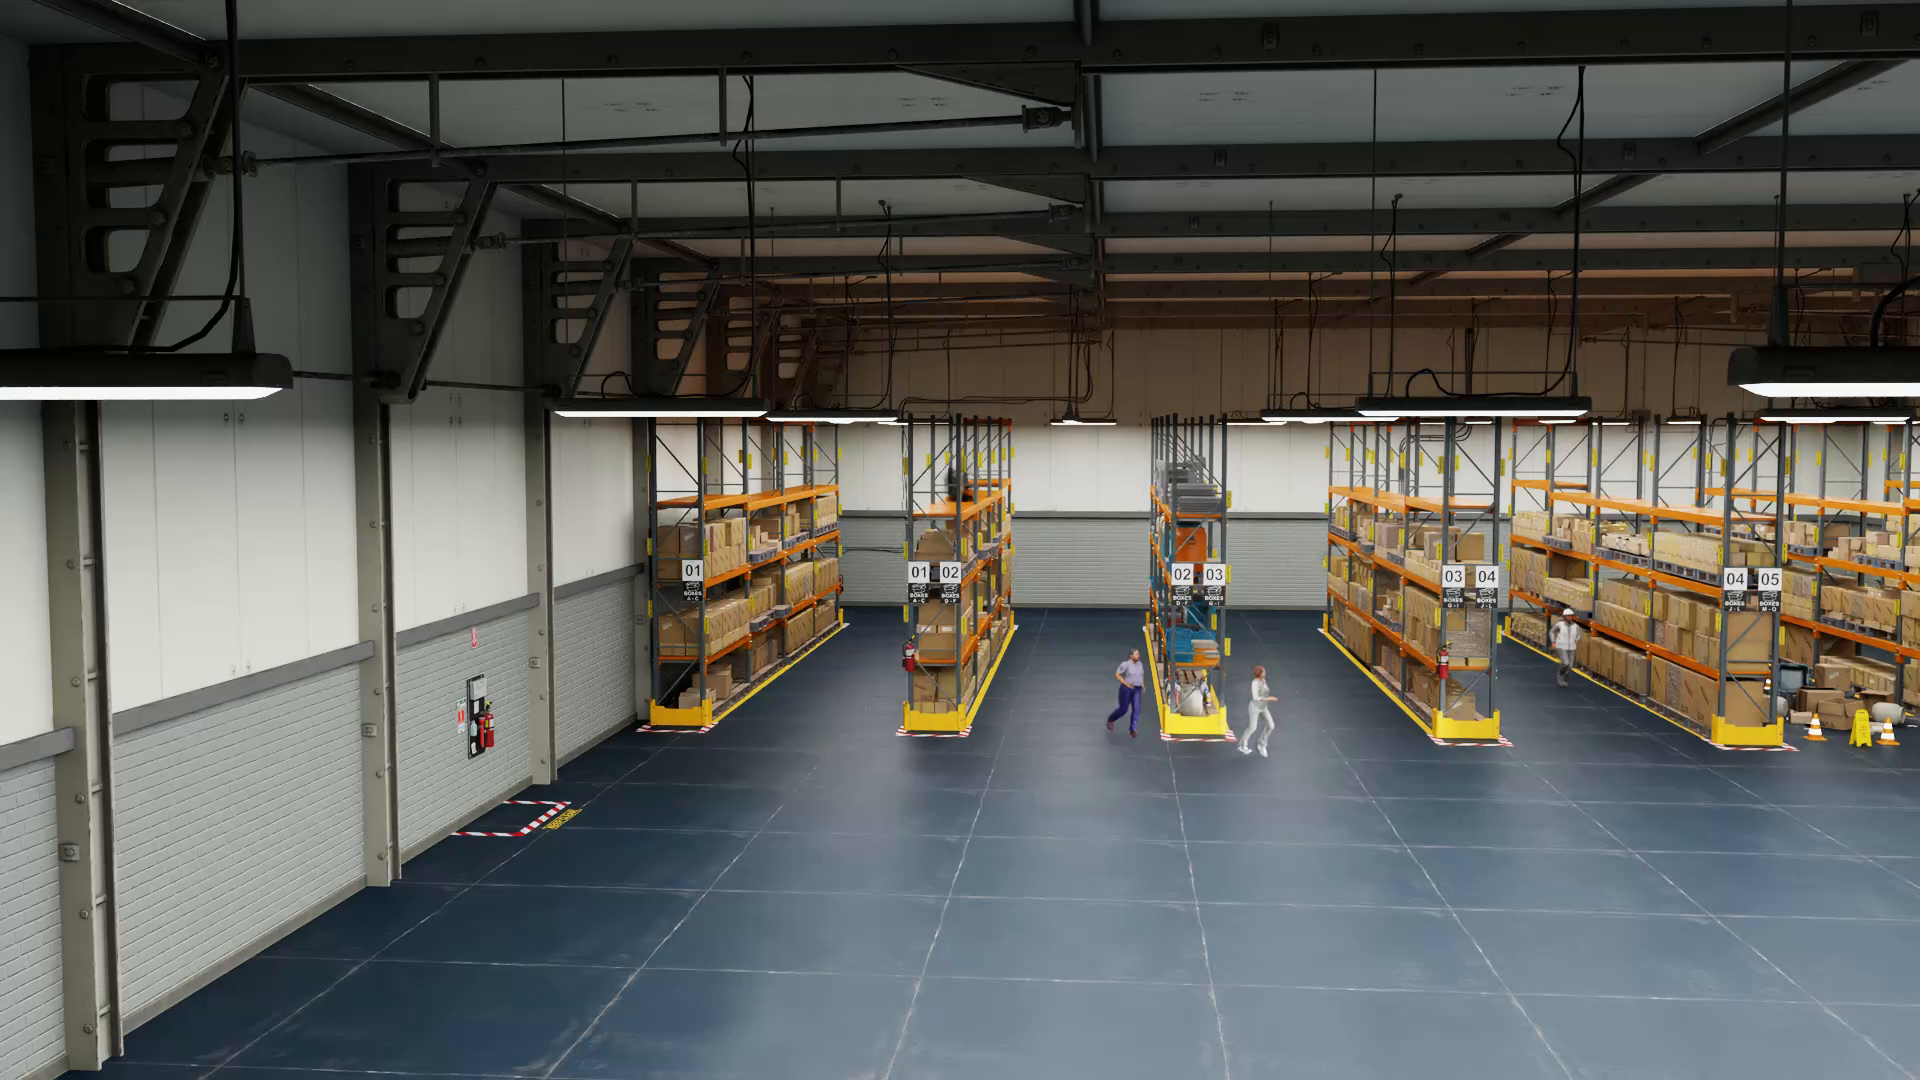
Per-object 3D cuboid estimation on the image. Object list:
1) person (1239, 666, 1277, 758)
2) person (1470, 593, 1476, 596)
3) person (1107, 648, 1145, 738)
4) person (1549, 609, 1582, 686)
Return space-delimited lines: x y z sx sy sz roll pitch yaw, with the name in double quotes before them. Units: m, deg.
"person" 5.192 2.979 28.899 0.760 1.620 0.503 4 5 44
"person" 13.820 1.832 44.598 0.661 1.797 0.971 0 4 4
"person" 3.208 2.830 31.024 0.680 1.609 0.885 -2 4 -27
"person" 13.351 2.378 36.586 0.630 1.727 0.733 0 4 -1
